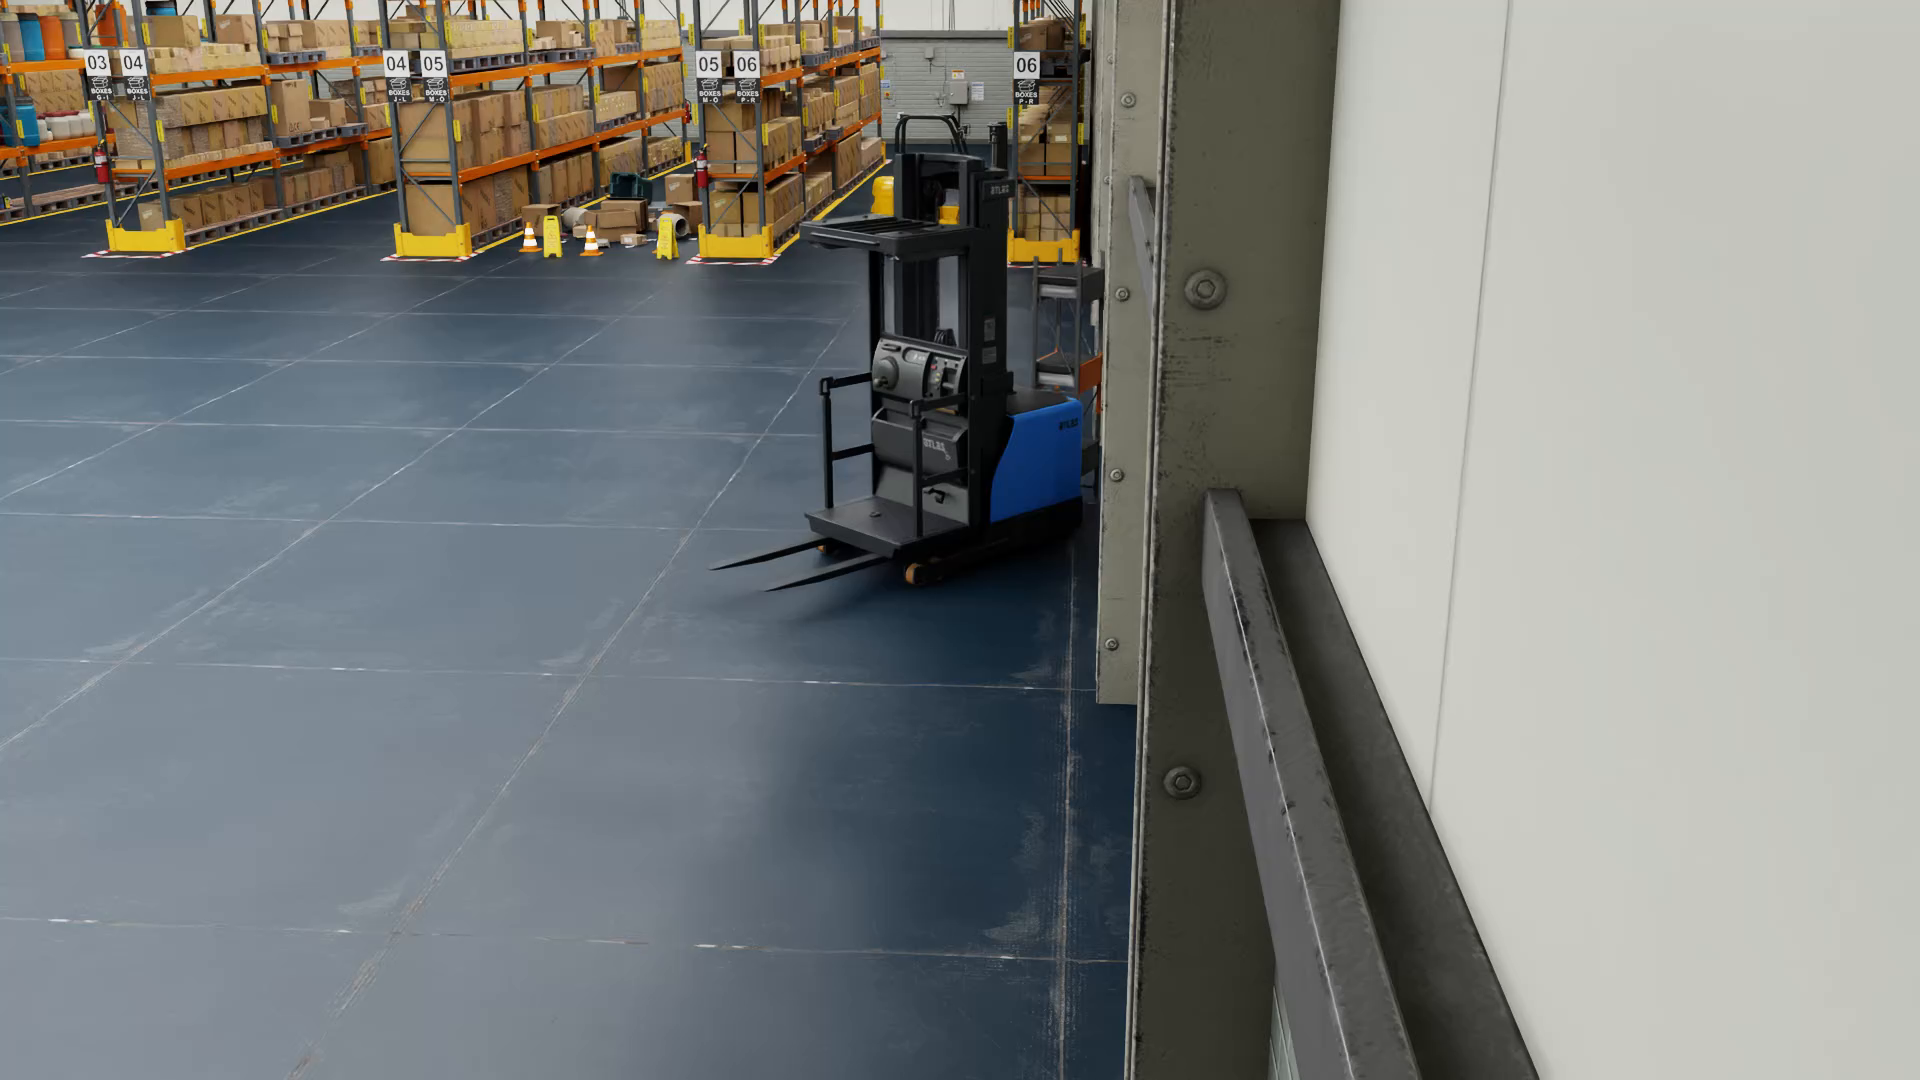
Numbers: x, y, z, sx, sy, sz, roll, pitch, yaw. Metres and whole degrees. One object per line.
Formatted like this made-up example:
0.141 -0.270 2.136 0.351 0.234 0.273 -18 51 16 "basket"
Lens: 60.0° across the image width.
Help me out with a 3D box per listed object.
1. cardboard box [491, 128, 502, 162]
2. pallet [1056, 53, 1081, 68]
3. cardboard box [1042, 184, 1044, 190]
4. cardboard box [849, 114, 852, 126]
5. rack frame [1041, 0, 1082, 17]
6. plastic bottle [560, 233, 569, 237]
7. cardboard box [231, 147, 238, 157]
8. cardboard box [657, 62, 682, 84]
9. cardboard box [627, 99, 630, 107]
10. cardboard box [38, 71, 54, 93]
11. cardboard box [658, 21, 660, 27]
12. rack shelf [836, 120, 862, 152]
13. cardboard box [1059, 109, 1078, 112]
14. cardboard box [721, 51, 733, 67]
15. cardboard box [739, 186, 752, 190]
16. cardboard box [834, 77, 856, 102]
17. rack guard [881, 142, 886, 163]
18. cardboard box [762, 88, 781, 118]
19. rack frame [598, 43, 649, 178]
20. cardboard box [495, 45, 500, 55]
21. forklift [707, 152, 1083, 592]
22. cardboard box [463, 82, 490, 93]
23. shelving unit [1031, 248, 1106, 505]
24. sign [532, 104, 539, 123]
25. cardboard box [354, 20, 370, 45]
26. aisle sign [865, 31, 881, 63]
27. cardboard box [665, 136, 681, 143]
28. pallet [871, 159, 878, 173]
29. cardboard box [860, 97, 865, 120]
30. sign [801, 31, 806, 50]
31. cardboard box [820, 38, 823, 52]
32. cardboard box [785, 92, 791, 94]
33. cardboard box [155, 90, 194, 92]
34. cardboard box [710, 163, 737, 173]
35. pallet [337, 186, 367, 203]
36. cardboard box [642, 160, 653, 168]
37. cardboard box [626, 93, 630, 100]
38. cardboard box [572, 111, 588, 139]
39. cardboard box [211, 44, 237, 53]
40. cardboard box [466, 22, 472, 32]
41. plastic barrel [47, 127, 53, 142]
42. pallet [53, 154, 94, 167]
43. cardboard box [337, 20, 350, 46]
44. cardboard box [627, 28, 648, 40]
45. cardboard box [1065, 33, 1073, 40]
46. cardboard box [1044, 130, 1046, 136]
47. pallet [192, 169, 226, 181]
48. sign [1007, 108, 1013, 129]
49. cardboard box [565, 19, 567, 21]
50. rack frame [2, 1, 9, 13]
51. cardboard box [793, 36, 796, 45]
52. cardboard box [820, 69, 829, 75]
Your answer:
-8.409 -6.786 28.576 0.875 0.550 0.500 1 18 4 "cardboard box"
1.576 -8.262 28.646 1.003 0.211 1.213 1 18 4 "pallet"
1.193 -6.056 28.723 0.500 0.250 0.500 2 18 6 "cardboard box"
-2.639 -9.208 36.448 0.500 0.250 0.500 1 18 2 "cardboard box"
2.472 -13.722 40.349 1.000 3.000 0.127 1 18 4 "rack frame"
-6.994 -5.346 29.139 0.283 0.061 0.133 -5 19 -15 "plastic bottle"
-13.085 -6.895 29.553 0.380 0.149 0.250 1 18 4 "cardboard box"
-7.208 -11.576 41.191 0.500 0.500 0.500 1 18 3 "cardboard box"
-7.580 -9.752 37.120 0.380 0.149 0.250 2 18 6 "cardboard box"
-22.180 -11.005 39.925 0.500 0.500 0.500 1 18 2 "cardboard box"
-7.300 -12.173 39.235 0.380 0.149 0.250 1 18 2 "cardboard box"
-2.909 -8.776 36.043 1.077 0.370 4.000 1 18 4 "rack shelf"
1.890 -7.536 29.423 0.380 0.149 0.250 1 18 4 "cardboard box"
-3.858 -7.672 26.466 0.500 0.250 0.500 1 18 3 "cardboard box"
-3.795 -5.678 27.970 0.500 0.500 0.500 2 18 6 "cardboard box"
-2.577 -9.956 36.724 0.500 0.500 0.500 2 18 5 "cardboard box"
-2.477 -9.801 42.030 1.175 0.500 0.348 1 18 4 "rack guard"
-3.587 -7.786 29.624 0.700 0.500 0.500 1 18 3 "cardboard box"
-7.710 -9.818 38.068 1.000 3.000 0.127 1 18 4 "rack frame"
-8.081 -8.370 28.402 0.380 0.149 0.250 1 18 3 "cardboard box"
-0.451 -1.241 12.002 3.031 2.935 1.130 -17 24 -41 "forklift"
-12.136 -11.471 41.674 0.500 0.500 0.500 2 18 5 "cardboard box"
0.859 -1.249 13.361 0.431 2.100 0.503 9 20 25 "shelving unit"
-7.730 -7.770 30.302 0.100 0.325 0.005 1 18 4 "sign"
-12.991 -10.851 35.569 0.500 0.500 0.500 2 18 7 "cardboard box"
-2.165 -12.232 41.260 0.394 0.787 0.004 1 18 4 "aisle sign"
-7.209 -10.017 41.626 0.380 0.149 0.250 1 18 5 "cardboard box"
-2.549 -9.028 40.136 1.003 0.211 1.213 1 18 4 "pallet"
-2.471 -9.926 38.238 0.500 0.500 0.500 2 18 6 "cardboard box"
-2.798 -8.915 29.667 0.100 0.325 0.005 1 18 4 "sign"
-2.848 -9.295 31.221 0.500 0.250 0.500 1 18 3 "cardboard box"
-3.316 -8.750 33.497 0.500 0.500 0.500 1 18 2 "cardboard box"
-13.605 -7.539 28.870 0.500 0.500 0.500 1 18 4 "cardboard box"
-3.813 -6.013 26.861 0.380 0.149 0.250 2 18 6 "cardboard box"
-12.995 -7.150 34.404 1.003 0.211 1.213 1 18 4 "pallet"
-7.364 -8.768 38.770 0.380 0.149 0.250 0 18 2 "cardboard box"
-7.583 -9.888 37.056 0.380 0.149 0.250 1 18 2 "cardboard box"
-7.799 -8.322 33.343 0.500 0.500 0.500 1 18 4 "cardboard box"
-12.995 -8.664 29.331 0.380 0.149 0.250 1 18 2 "cardboard box"
-8.173 -8.355 27.075 0.380 0.149 0.250 1 18 4 "cardboard box"
-17.916 -7.928 32.522 0.301 0.262 0.301 0 18 0 "plastic barrel"
-22.396 -9.450 41.425 1.003 0.211 1.213 1 18 4 "pallet"
-12.722 -10.274 33.681 0.500 0.500 0.500 2 18 5 "cardboard box"
-7.437 -11.554 37.986 0.500 0.250 0.500 2 18 6 "cardboard box"
2.102 -9.757 32.472 0.500 0.250 0.500 1 18 4 "cardboard box"
1.246 -6.846 27.797 0.380 0.149 0.250 1 18 4 "cardboard box"
-17.687 -8.507 38.545 1.003 0.211 1.213 1 18 4 "pallet"
0.785 -6.581 25.951 0.100 0.325 0.005 1 18 4 "sign"
-8.227 -10.544 34.076 0.396 0.266 0.258 1 18 4 "cardboard box"
-22.531 -13.033 38.246 1.000 3.000 0.127 1 18 4 "rack frame"
-3.086 -8.753 29.125 0.380 0.149 0.250 1 18 3 "cardboard box"
-3.061 -10.672 37.868 0.380 0.149 0.250 1 18 3 "cardboard box"
